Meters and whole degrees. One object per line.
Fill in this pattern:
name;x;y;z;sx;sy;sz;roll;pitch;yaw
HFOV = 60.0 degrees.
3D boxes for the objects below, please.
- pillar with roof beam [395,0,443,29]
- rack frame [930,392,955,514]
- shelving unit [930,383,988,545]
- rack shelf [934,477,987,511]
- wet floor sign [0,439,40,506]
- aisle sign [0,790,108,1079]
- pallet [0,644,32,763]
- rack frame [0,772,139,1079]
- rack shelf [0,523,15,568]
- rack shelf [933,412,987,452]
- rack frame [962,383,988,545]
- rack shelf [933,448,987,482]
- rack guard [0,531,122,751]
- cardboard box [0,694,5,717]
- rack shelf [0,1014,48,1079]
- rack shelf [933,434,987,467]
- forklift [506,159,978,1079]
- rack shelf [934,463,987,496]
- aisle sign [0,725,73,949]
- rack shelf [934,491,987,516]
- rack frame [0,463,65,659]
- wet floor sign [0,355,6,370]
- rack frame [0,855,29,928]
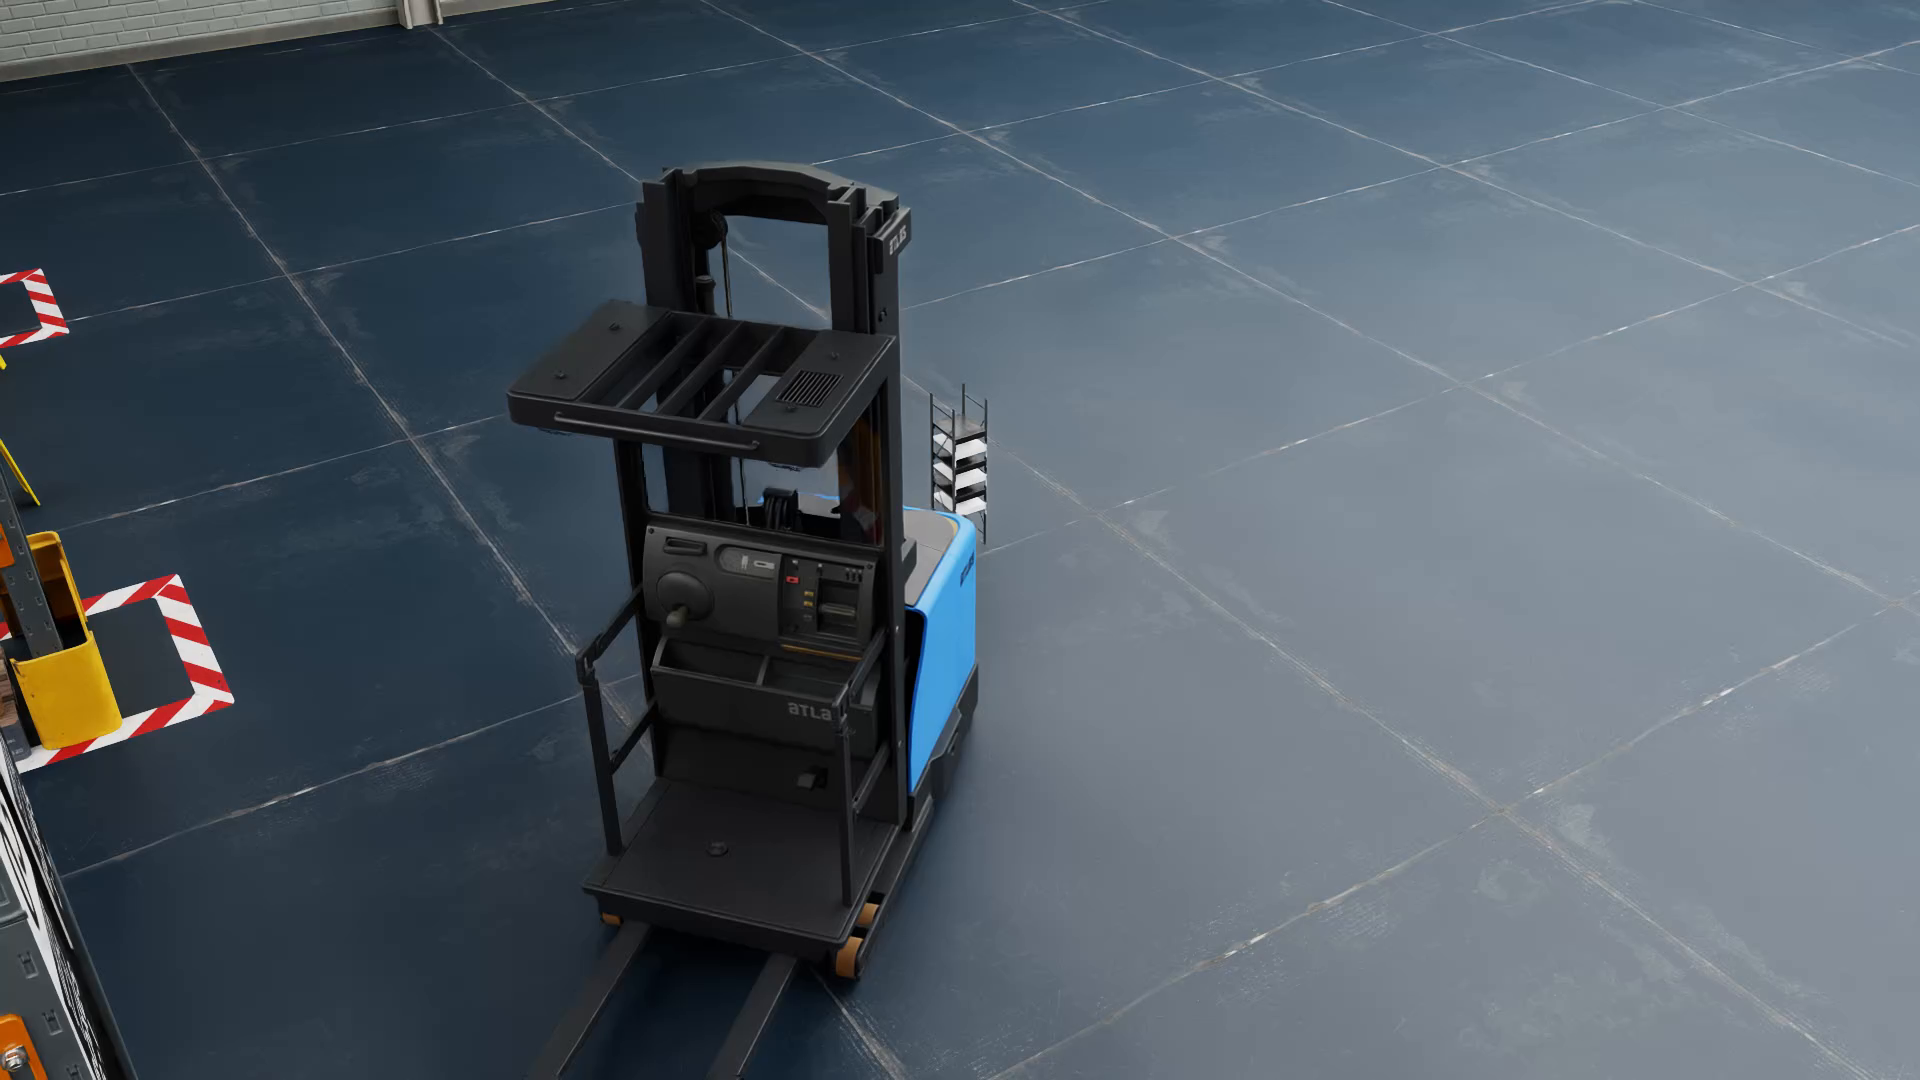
pillar with roof beam;-3.577;-7.544;12.775;0.400;9.000;9.100;-19;37;-27
rack frame;-0.092;-0.349;8.960;0.006;0.900;0.240;-19;37;-27
shelving unit;-0.007;-0.378;9.006;0.210;0.900;0.258;-19;37;-27
rack shelf;-0.007;-0.274;9.072;0.200;0.077;0.258;-19;37;-27
wet floor sign;-5.468;-0.485;9.414;0.232;0.644;0.267;-26;41;-35
aisle sign;-1.602;0.686;2.914;0.004;0.787;0.394;-19;37;-27
pallet;-5.049;0.861;7.687;1.213;0.211;1.003;-19;37;-27
rack frame;-1.817;1.669;3.793;0.127;3.000;1.000;-19;37;-27
rack shelf;-6.100;0.298;6.640;4.000;0.370;1.077;-19;37;-27
rack shelf;-0.007;-0.578;8.880;0.200;0.077;0.258;-19;37;-27
rack frame;0.079;-0.408;9.053;0.006;0.900;0.240;-19;37;-27
rack shelf;-0.007;-0.426;8.976;0.200;0.077;0.258;-19;37;-27
rack guard;-4.399;0.466;8.043;0.348;0.500;1.175;-19;37;-27
cardboard box;-4.954;0.362;7.462;0.875;0.875;0.875;-19;37;-27
rack shelf;-3.498;1.283;2.268;4.000;0.370;1.077;-19;37;-27
rack shelf;-0.007;-0.502;8.928;0.200;0.077;0.258;-19;37;-27
forklift;-0.823;0.242;6.118;1.130;2.935;3.031;9;33;14
rack shelf;-0.007;-0.350;9.024;0.200;0.077;0.258;-19;37;-27
aisle sign;-1.927;0.417;3.341;0.004;0.787;0.394;-19;37;-27
rack shelf;-0.007;-0.198;9.120;0.200;0.077;0.258;-19;37;-27
rack frame;-4.419;-0.584;7.365;0.127;3.000;1.000;-19;37;-27
wet floor sign;-6.447;-1.354;10.792;0.232;0.644;0.267;-7;33;-11
rack frame;-1.817;-0.868;2.192;0.127;3.000;1.000;-19;37;-27
